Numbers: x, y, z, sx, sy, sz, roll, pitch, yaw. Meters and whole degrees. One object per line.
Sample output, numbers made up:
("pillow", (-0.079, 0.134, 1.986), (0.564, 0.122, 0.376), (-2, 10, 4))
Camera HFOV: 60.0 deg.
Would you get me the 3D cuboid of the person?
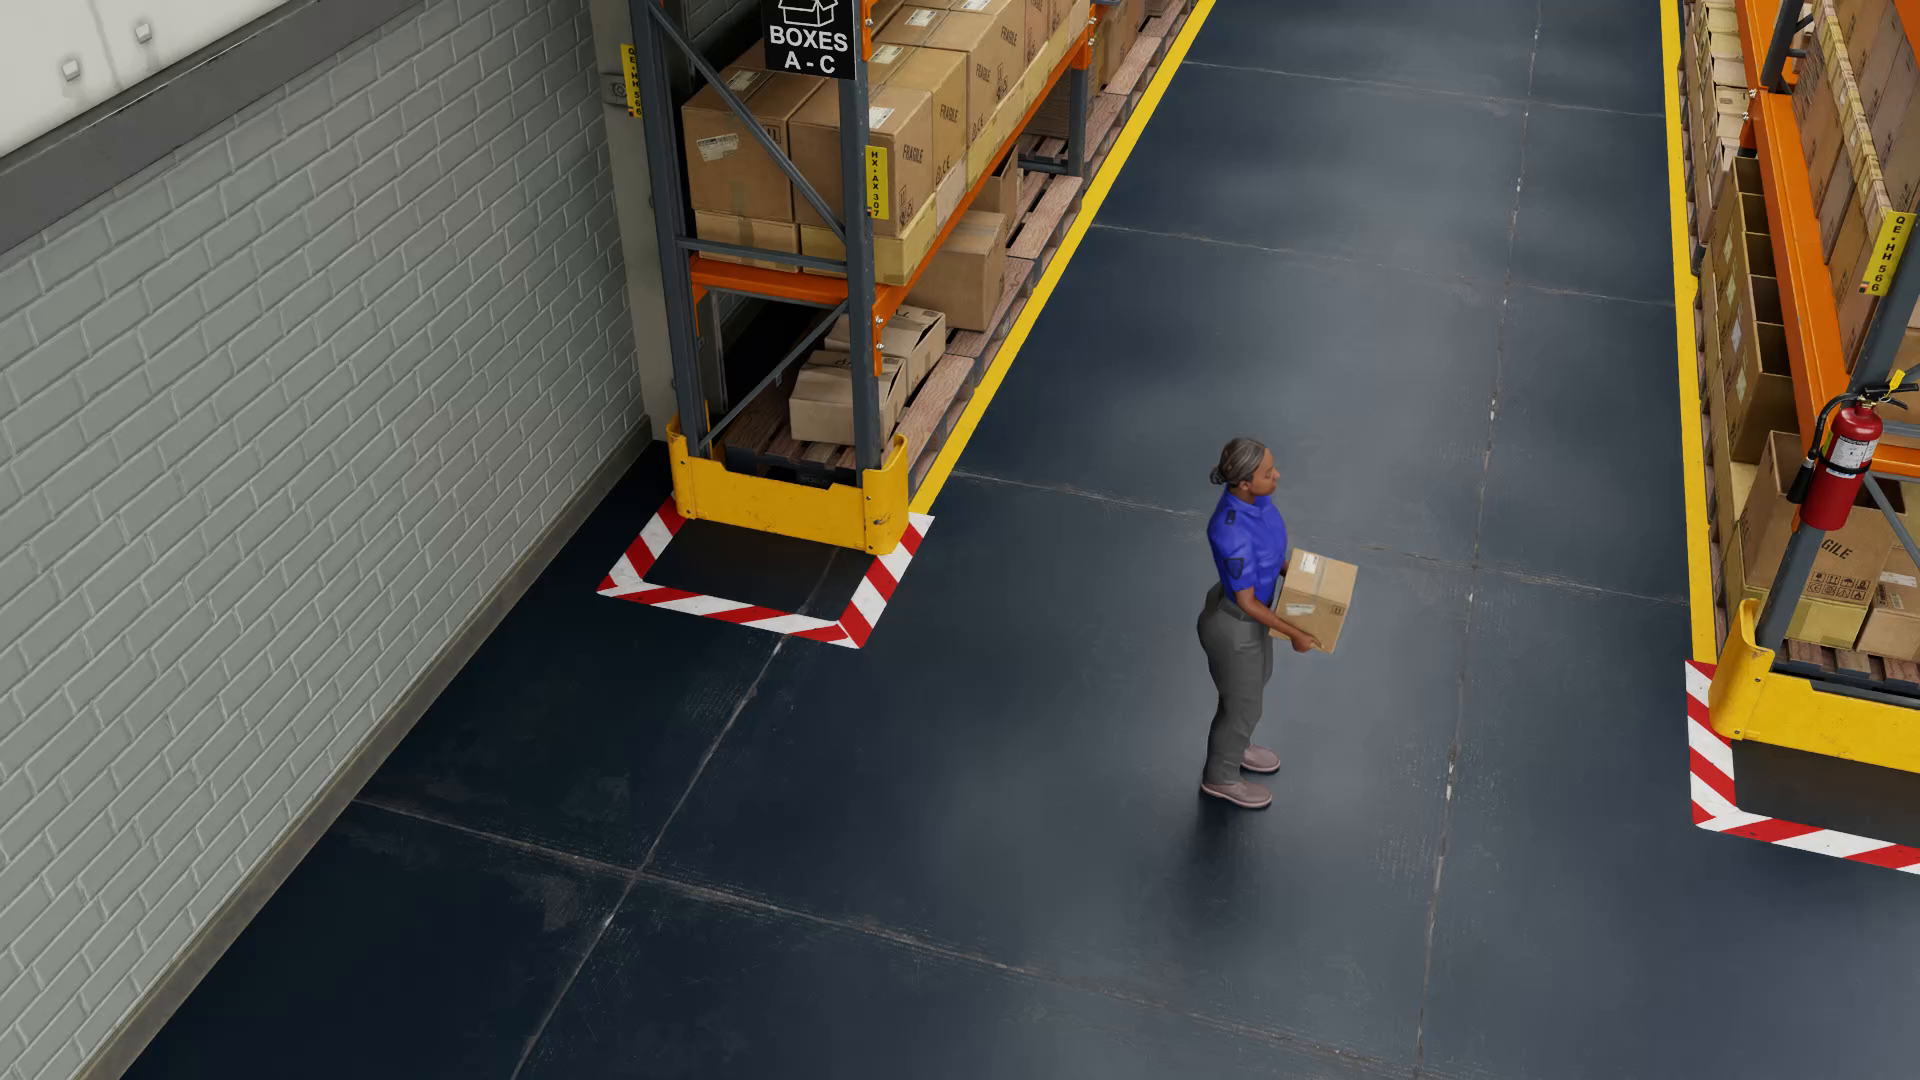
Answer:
("person", (1.165, 0.334, 6.464), (0.517, 1.648, 0.451), (11, 39, 15))
